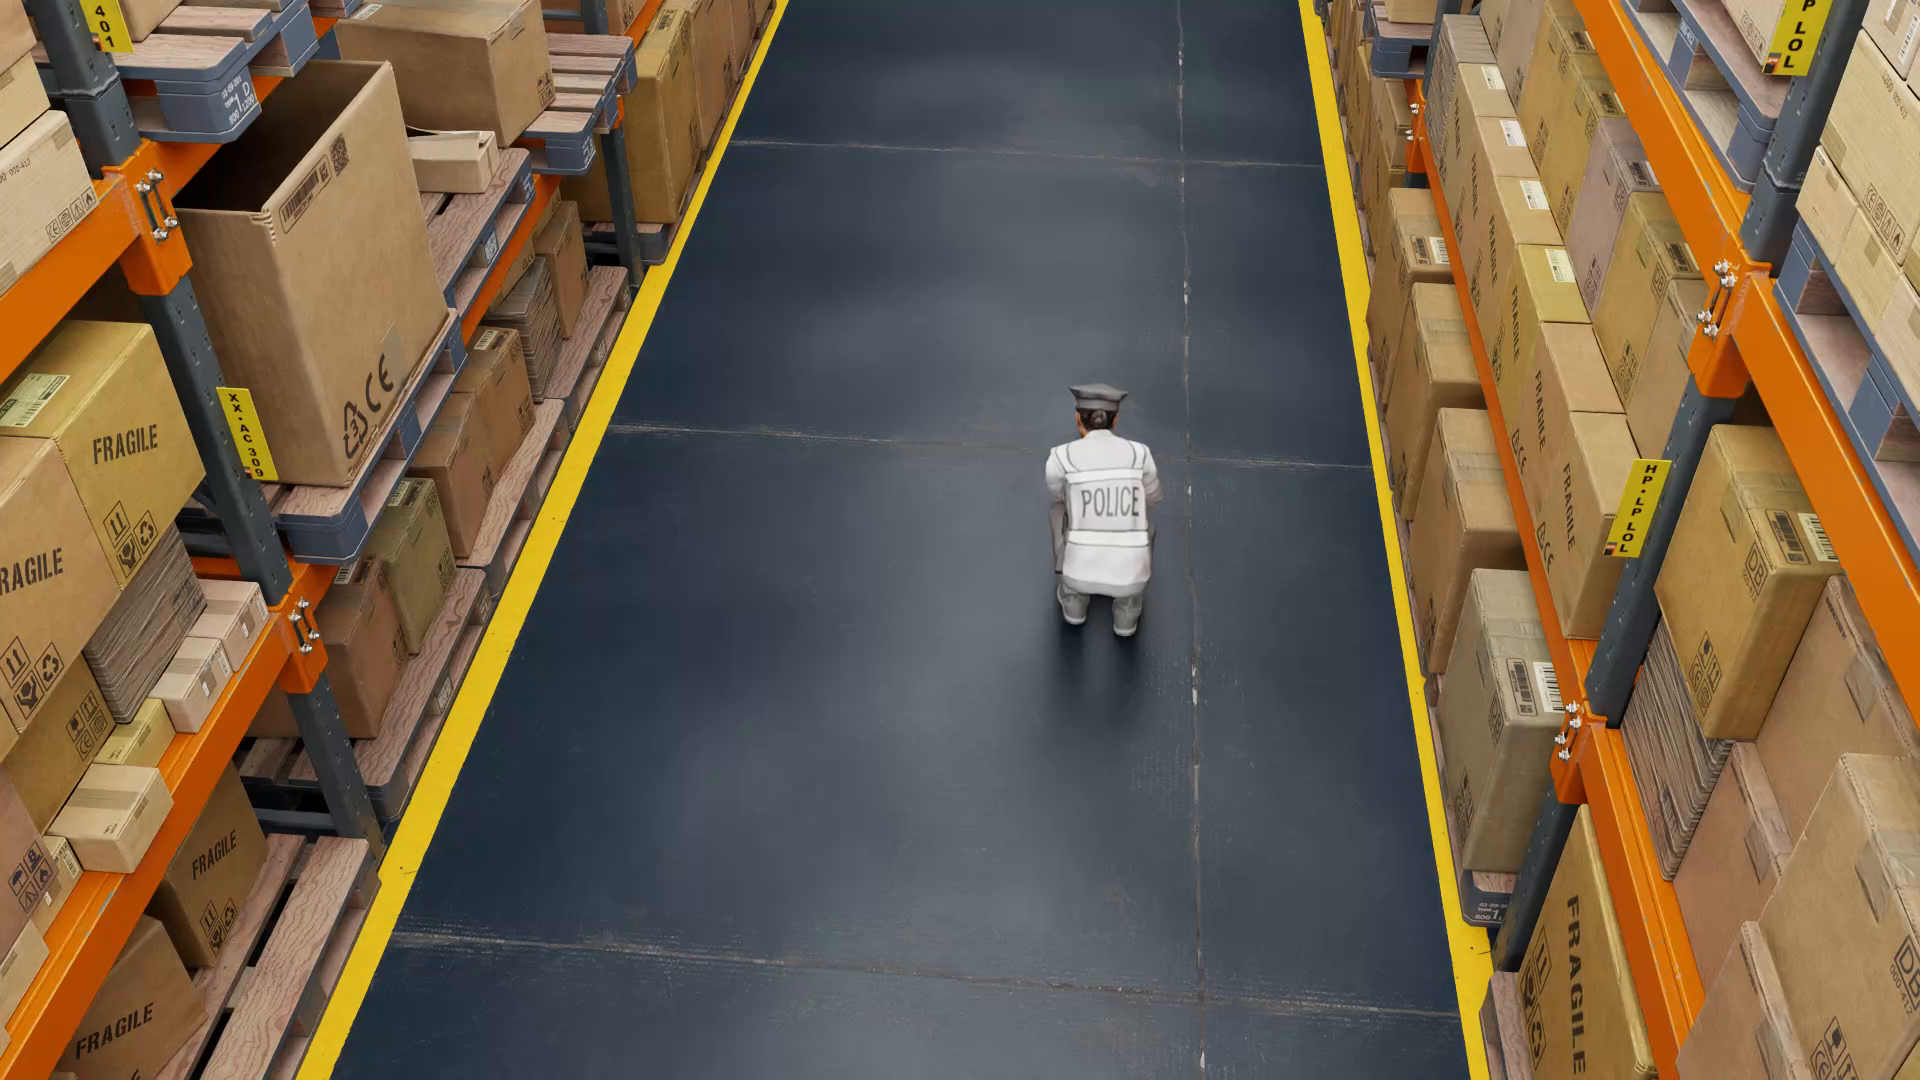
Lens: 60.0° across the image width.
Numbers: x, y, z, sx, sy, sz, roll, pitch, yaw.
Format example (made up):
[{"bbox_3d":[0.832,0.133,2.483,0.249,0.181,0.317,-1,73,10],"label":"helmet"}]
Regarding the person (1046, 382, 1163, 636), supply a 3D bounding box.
[{"bbox_3d":[0.596,-0.134,6.866,0.492,0.967,0.817,3,40,4],"label":"person"}]
